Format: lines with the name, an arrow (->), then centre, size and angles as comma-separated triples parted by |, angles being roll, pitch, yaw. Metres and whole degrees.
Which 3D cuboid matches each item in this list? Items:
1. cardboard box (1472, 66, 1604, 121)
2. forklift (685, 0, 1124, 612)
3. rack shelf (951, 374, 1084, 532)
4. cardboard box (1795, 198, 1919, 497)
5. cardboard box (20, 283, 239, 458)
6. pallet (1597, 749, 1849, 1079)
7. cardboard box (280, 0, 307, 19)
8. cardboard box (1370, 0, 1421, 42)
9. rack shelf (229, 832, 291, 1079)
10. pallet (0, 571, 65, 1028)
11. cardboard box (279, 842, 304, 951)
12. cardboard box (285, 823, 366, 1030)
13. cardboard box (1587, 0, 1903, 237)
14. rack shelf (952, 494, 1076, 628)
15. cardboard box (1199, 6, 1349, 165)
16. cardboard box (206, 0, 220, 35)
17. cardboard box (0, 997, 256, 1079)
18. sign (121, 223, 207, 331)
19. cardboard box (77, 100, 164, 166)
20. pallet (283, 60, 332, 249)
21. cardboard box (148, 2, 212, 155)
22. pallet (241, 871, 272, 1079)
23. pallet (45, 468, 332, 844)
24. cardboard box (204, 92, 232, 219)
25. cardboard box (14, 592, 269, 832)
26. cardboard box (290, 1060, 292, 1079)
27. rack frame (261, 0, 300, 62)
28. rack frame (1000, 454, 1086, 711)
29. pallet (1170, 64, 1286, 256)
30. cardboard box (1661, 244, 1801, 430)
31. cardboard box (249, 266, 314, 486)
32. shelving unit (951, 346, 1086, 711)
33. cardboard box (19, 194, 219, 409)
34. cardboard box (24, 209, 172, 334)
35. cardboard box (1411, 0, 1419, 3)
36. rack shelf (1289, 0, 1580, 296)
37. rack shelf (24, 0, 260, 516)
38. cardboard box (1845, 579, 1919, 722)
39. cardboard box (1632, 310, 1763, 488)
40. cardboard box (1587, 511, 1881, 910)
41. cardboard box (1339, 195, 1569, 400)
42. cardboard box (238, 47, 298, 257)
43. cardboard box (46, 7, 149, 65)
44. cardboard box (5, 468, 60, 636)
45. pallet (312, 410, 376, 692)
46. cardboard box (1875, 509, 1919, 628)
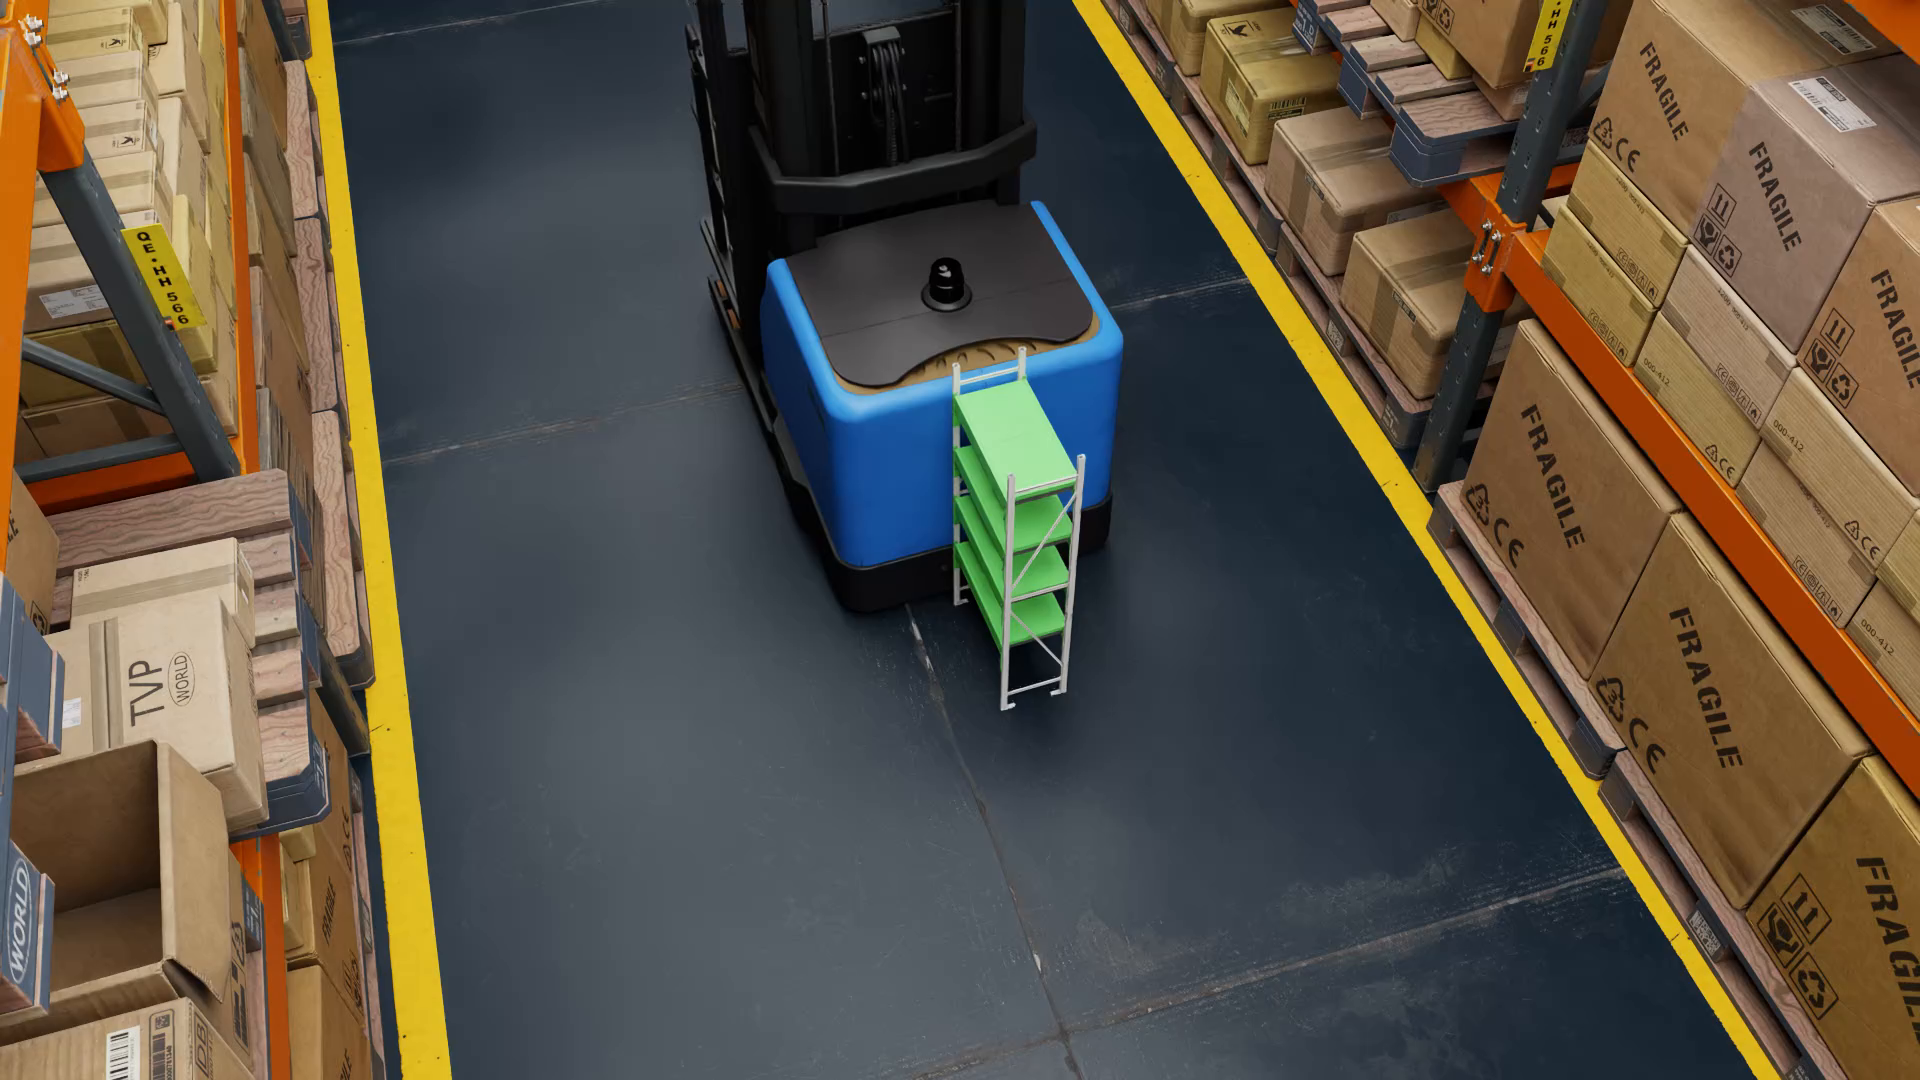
cardboard box -> 1.927, -1.537, 5.473 | 0.380, 0.149, 0.250 | -12, 51, -10
forklift -> -0.416, -1.844, 5.887 | 1.130, 2.935, 3.031 | -15, 52, -12
rack shelf -> 0.172, -0.275, 5.153 | 0.258, 0.148, 0.480 | -15, 52, -12
cardboard box -> 2.455, -0.494, 3.985 | 0.500, 0.500, 0.500 | -12, 51, -10
cardboard box -> -2.390, -0.502, 4.810 | 0.500, 0.250, 0.500 | -13, 51, -11
pallet -> 2.767, 1.085, 5.197 | 1.003, 0.211, 1.213 | -13, 51, -11
cardboard box -> -3.502, -2.770, 8.147 | 0.500, 0.250, 0.500 | -13, 51, -11
cardboard box -> 1.661, -1.890, 5.771 | 0.380, 0.149, 0.250 | -14, 51, -11
rack shelf -> -1.901, 1.521, 3.476 | 1.077, 0.370, 4.000 | -13, 51, -11
pallet -> -1.745, 0.595, 1.947 | 1.213, 0.211, 1.003 | -13, 51, -11
cardboard box -> -1.958, 0.988, 4.391 | 0.380, 0.149, 0.250 | -15, 51, -12
cardboard box -> -2.024, 1.127, 4.698 | 0.500, 0.500, 0.500 | -14, 51, -12
cardboard box -> 2.161, -1.235, 4.610 | 0.500, 0.500, 0.500 | -15, 51, -12
rack shelf -> 0.172, 0.035, 5.520 | 0.258, 0.148, 0.480 | -15, 52, -12
cardboard box -> 1.646, -2.092, 7.496 | 0.950, 0.372, 0.625 | -12, 51, -10
cardboard box -> -3.004, -2.000, 6.072 | 0.500, 0.250, 0.500 | -13, 51, -11
cardboard box -> -1.624, 1.227, 2.913 | 0.700, 0.500, 0.500 | -14, 51, -11
sign -> -1.976, -0.648, 4.129 | 0.100, 0.325, 0.005 | -13, 51, -11
cardboard box -> -2.486, -1.088, 4.716 | 0.380, 0.149, 0.250 | -12, 51, -10
pallet -> -3.420, -1.665, 7.515 | 1.003, 0.211, 1.213 | -13, 51, -11
cardboard box -> -2.674, -1.416, 5.253 | 0.500, 0.250, 0.500 | -14, 51, -12
pallet -> -1.912, 1.310, 3.309 | 1.003, 0.211, 1.213 | -13, 51, -11
pallet -> -2.224, 0.370, 4.102 | 1.213, 0.211, 1.003 | -13, 51, -11
cardboard box -> -2.693, -1.245, 5.436 | 0.500, 0.250, 0.500 | -15, 51, -12
cardboard box -> -1.871, 0.439, 3.741 | 0.500, 0.250, 0.500 | -15, 52, -13
cardboard box -> -1.849, 1.373, 4.066 | 0.380, 0.149, 0.250 | -14, 51, -12
rack frame -> -3.675, -3.093, 6.895 | 1.000, 3.000, 0.127 | -13, 51, -11
rack frame -> 0.254, 0.169, 5.323 | 0.240, 1.200, 0.015 | -15, 52, -12
pallet -> 1.662, -1.858, 7.678 | 1.003, 0.211, 1.213 | -13, 51, -11
cardboard box -> 2.314, -0.605, 4.570 | 0.500, 0.250, 0.500 | -12, 51, -10
cardboard box -> -2.864, -0.475, 5.967 | 0.875, 0.625, 0.625 | -12, 51, -10
shelving unit -> 0.172, -0.007, 5.471 | 0.258, 1.200, 0.503 | -15, 52, -12
cardboard box -> -2.366, -0.669, 4.623 | 0.500, 0.250, 0.500 | -13, 51, -11
cardboard box -> -2.305, -0.712, 4.399 | 0.380, 0.149, 0.250 | -12, 51, -10
cardboard box -> 1.685, -2.204, 5.611 | 0.500, 0.500, 0.500 | -14, 51, -12
rack shelf -> 1.657, -2.525, 6.887 | 1.077, 0.370, 4.000 | -13, 51, -11
rack shelf -> -3.083, -1.400, 5.939 | 1.077, 0.370, 4.000 | -13, 51, -11
cardboard box -> 2.621, 0.282, 4.149 | 0.500, 0.250, 0.500 | -13, 51, -11
cardboard box -> 2.322, -0.463, 4.776 | 0.500, 0.250, 0.500 | -15, 51, -12
cardboard box -> 2.633, 0.429, 5.042 | 0.875, 0.875, 0.875 | -13, 51, -11
cardboard box -> 2.091, -1.000, 6.575 | 0.950, 0.372, 0.625 | -16, 52, -13
cardboard box -> -3.288, -1.516, 6.844 | 0.875, 0.625, 0.625 | -14, 51, -11
cardboard box -> -2.678, -1.453, 5.024 | 0.380, 0.149, 0.250 | -13, 51, -11
cardboard box -> -2.489, 0.072, 3.887 | 0.500, 0.500, 0.500 | -11, 51, -9
pallet -> -2.698, 0.117, 6.013 | 1.003, 0.211, 1.213 | -13, 51, -11
cardboard box -> 2.587, 0.135, 3.946 | 0.500, 0.250, 0.500 | -13, 51, -10
